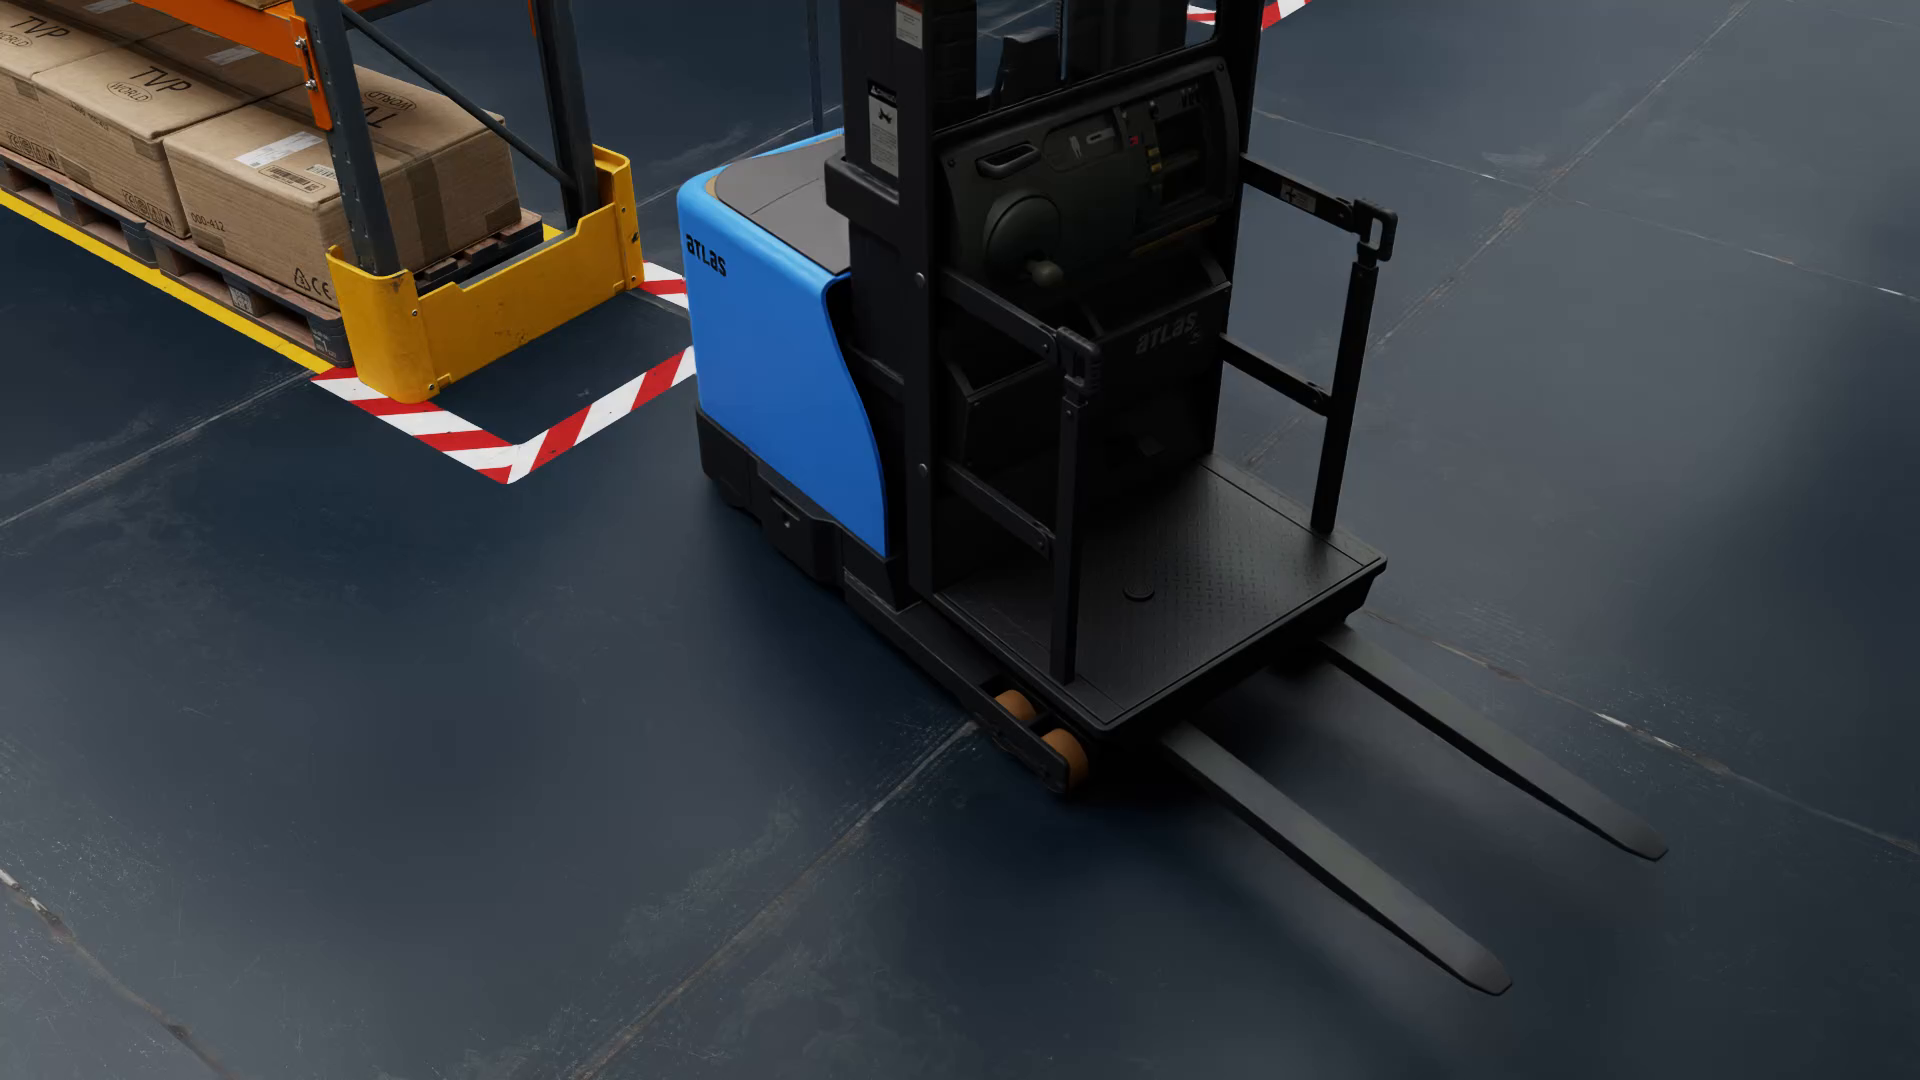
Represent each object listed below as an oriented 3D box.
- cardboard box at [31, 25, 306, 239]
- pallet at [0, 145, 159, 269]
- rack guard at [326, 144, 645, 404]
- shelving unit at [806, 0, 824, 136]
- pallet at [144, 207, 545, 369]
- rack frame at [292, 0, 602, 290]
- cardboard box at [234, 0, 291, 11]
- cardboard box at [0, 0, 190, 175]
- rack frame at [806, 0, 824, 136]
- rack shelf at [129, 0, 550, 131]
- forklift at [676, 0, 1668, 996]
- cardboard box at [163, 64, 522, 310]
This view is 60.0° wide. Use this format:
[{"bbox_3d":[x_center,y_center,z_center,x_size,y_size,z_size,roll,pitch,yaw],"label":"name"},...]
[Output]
[{"bbox_3d":[-3.045,-1.695,6.720,0.875,0.438,0.875,27,45,30],"label":"cardboard box"},{"bbox_3d":[-3.375,-1.622,7.151,1.213,0.211,1.003,25,45,29],"label":"pallet"},{"bbox_3d":[-1.708,-1.009,6.133,0.348,0.500,1.175,25,45,29],"label":"rack guard"},{"bbox_3d":[0.023,-1.364,5.775,1.048,1.500,0.538,-3,38,-4],"label":"shelving unit"},{"bbox_3d":[-2.410,-1.165,6.567,1.213,0.211,1.003,25,45,29],"label":"pallet"},{"bbox_3d":[-1.728,-2.002,5.374,0.127,3.000,1.000,25,45,29],"label":"rack frame"},{"bbox_3d":[-2.271,-2.092,5.408,0.500,0.500,0.500,26,45,29],"label":"cardboard box"},{"bbox_3d":[-3.760,-2.034,7.152,0.875,0.438,0.875,24,44,27],"label":"cardboard box"},{"bbox_3d":[-0.484,-1.337,5.741,0.032,1.500,0.500,-3,38,-4],"label":"rack frame"},{"bbox_3d":[-3.316,-2.468,6.552,4.000,0.370,1.077,25,45,29],"label":"rack shelf"},{"bbox_3d":[0.473,-0.839,3.944,1.130,2.935,3.031,-27,45,-30],"label":"forklift"},{"bbox_3d":[-2.312,-1.357,6.287,0.875,0.438,0.875,24,44,27],"label":"cardboard box"}]
